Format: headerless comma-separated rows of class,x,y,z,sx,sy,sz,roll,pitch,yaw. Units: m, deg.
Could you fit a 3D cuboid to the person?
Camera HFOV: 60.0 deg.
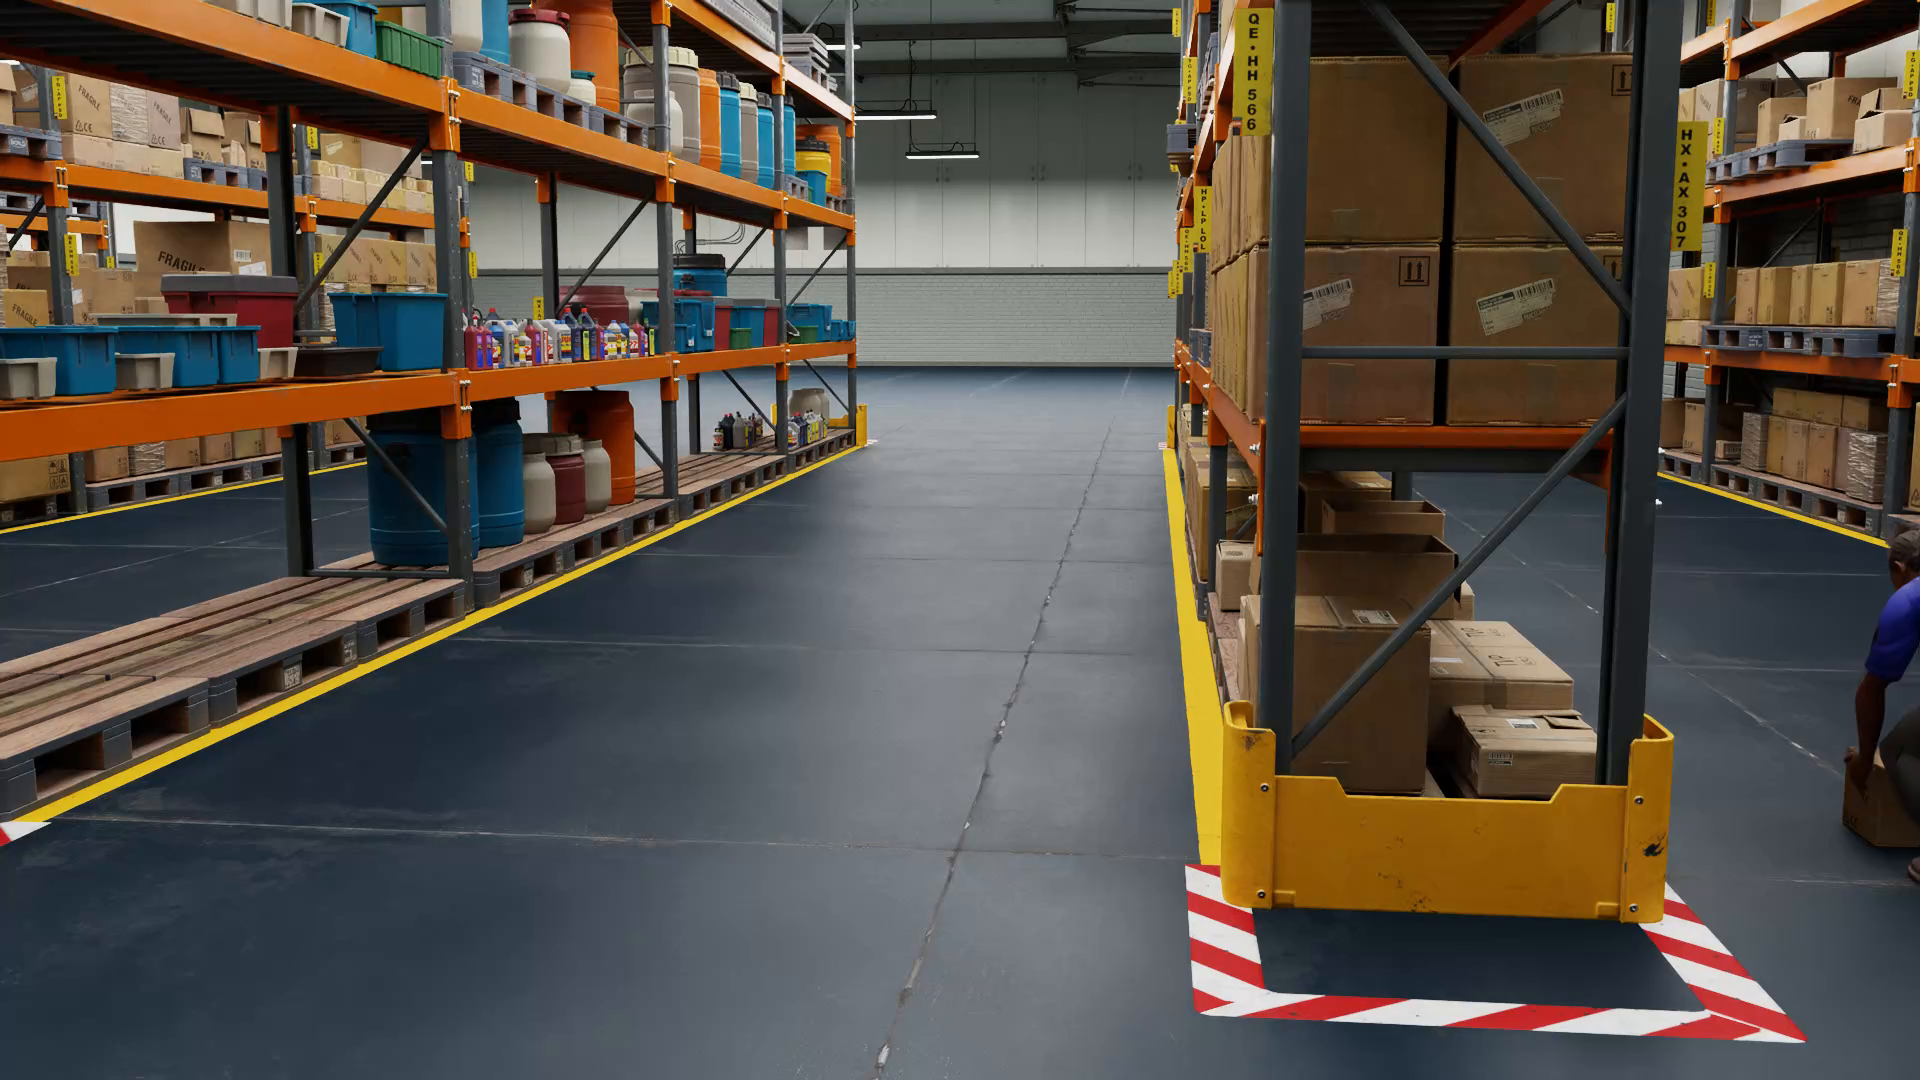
person,2.894,0.494,4.729,0.486,0.977,0.783,0,8,1
